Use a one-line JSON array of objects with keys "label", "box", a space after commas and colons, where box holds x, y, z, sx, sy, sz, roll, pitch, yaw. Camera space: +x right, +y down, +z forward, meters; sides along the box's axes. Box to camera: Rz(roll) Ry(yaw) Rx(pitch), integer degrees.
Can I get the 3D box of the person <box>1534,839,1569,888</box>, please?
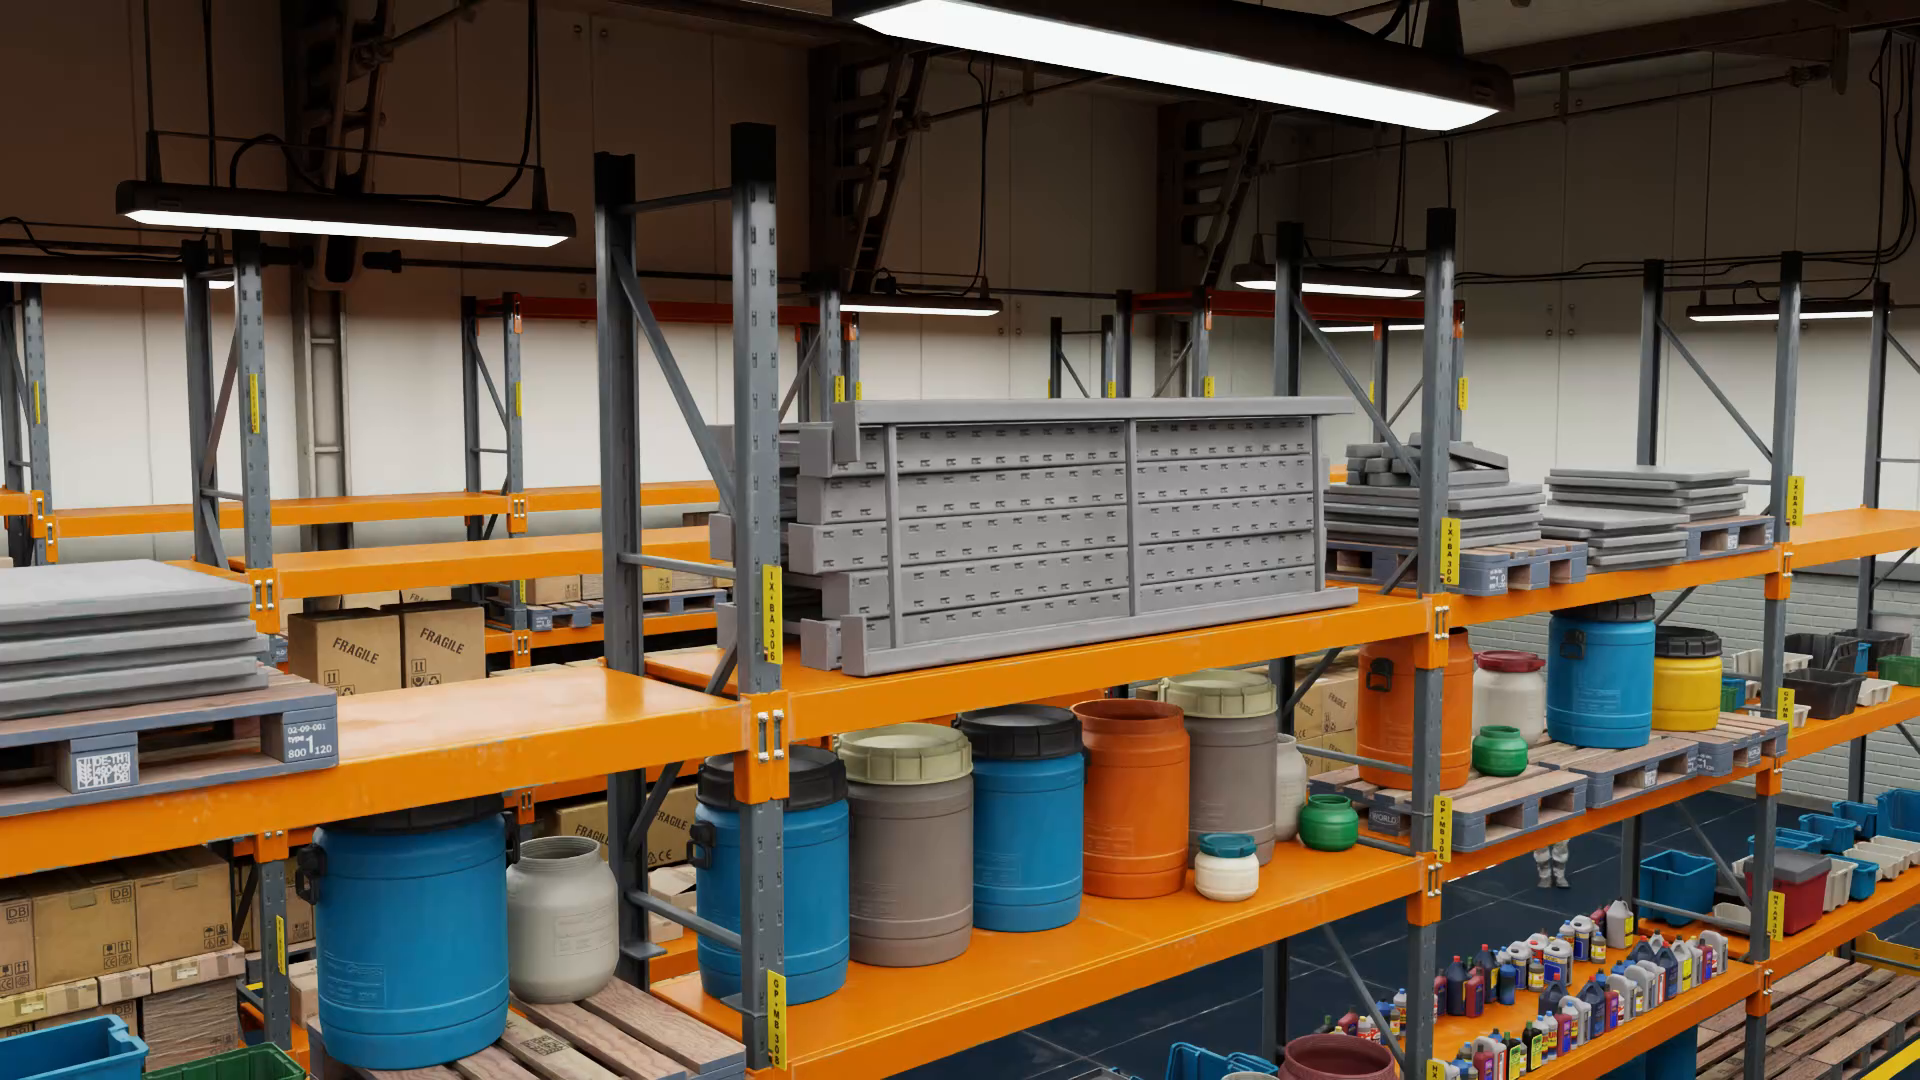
[{"label": "person", "box": [6.029, 2.719, 17.024, 0.709, 1.847, 0.522, 3, 6, 27]}]
